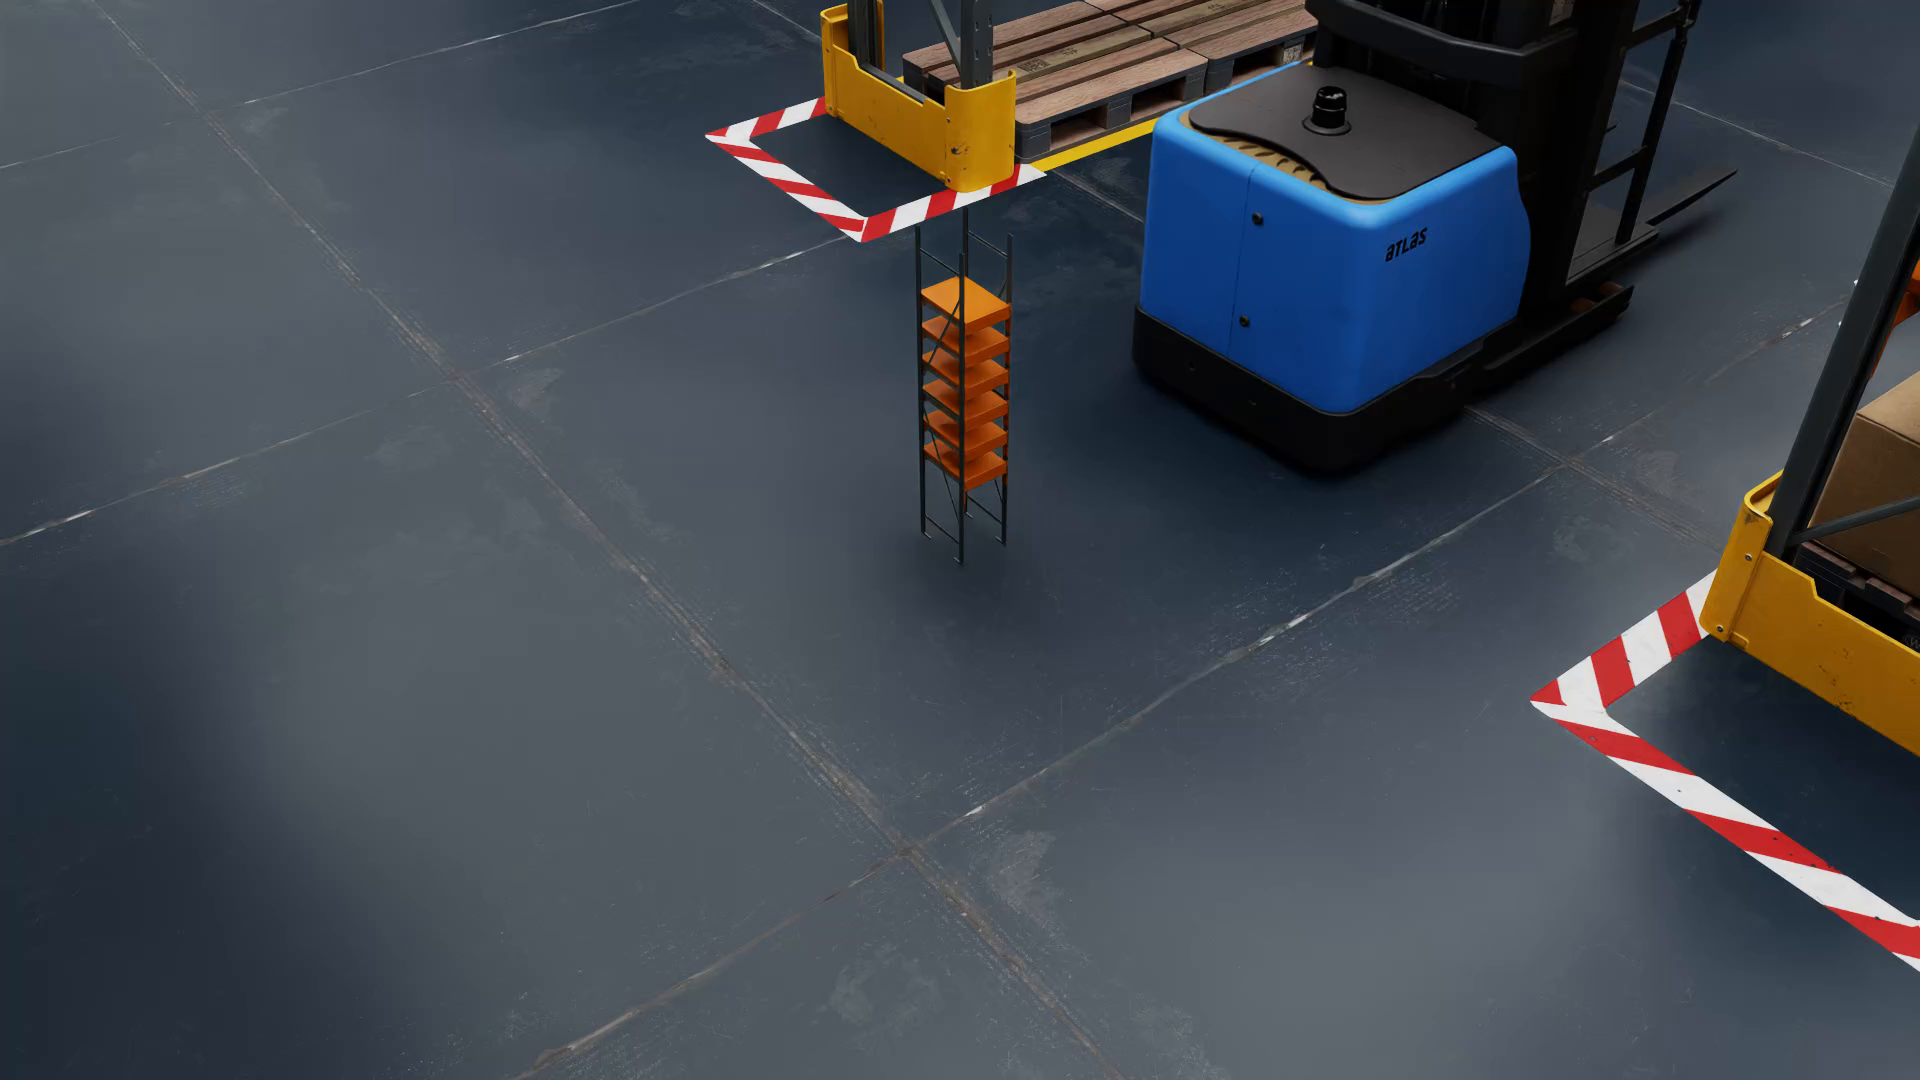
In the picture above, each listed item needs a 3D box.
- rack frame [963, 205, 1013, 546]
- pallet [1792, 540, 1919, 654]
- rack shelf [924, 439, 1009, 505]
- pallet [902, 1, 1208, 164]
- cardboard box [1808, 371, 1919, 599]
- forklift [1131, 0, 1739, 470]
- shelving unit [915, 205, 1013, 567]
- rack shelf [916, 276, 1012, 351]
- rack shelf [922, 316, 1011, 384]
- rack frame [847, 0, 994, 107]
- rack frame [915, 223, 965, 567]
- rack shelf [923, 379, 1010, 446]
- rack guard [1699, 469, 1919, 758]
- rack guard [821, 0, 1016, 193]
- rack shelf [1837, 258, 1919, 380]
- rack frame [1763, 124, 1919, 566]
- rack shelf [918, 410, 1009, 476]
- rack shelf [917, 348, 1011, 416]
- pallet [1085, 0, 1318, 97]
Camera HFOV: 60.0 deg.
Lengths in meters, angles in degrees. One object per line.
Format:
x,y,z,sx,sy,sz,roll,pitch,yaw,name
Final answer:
0.084,-0.505,5.419,0.006,1.200,0.240,-26,46,-28,rack frame
3.507,0.105,5.456,1.213,0.211,1.003,-26,46,-28,pallet
0.011,-0.250,5.557,0.180,0.103,0.258,-26,46,-28,rack shelf
0.477,-2.349,8.447,1.213,0.211,1.003,-26,46,-28,pallet
3.096,-0.173,5.220,0.500,0.500,0.500,-26,46,-28,cardboard box
2.120,-2.174,6.089,3.031,2.935,1.130,-28,47,-30,forklift
0.011,-0.469,5.376,0.189,1.200,0.258,-26,46,-28,shelving unit
0.011,-0.713,5.176,0.180,0.103,0.258,-26,46,-28,rack shelf
0.011,-0.621,5.252,0.180,0.103,0.258,-26,46,-28,rack shelf
-0.201,-3.128,7.198,0.127,3.000,1.000,-26,46,-28,rack frame
-0.061,-0.434,5.333,0.006,1.200,0.240,-26,46,-28,rack frame
0.011,-0.435,5.404,0.180,0.103,0.258,-26,46,-28,rack shelf
2.875,0.301,4.988,0.348,0.500,1.175,-26,46,-28,rack guard
-0.212,-2.146,7.972,0.348,0.500,1.175,-26,46,-28,rack guard
4.401,-1.131,5.330,4.000,0.370,1.077,-26,46,-28,rack shelf
2.815,-0.636,4.160,0.127,3.000,1.000,-26,46,-28,rack frame
0.011,-0.342,5.481,0.180,0.103,0.258,-26,46,-28,rack shelf
0.011,-0.528,5.328,0.180,0.103,0.258,-26,46,-28,rack shelf
1.444,-2.818,9.019,1.213,0.211,1.003,-26,46,-28,pallet
